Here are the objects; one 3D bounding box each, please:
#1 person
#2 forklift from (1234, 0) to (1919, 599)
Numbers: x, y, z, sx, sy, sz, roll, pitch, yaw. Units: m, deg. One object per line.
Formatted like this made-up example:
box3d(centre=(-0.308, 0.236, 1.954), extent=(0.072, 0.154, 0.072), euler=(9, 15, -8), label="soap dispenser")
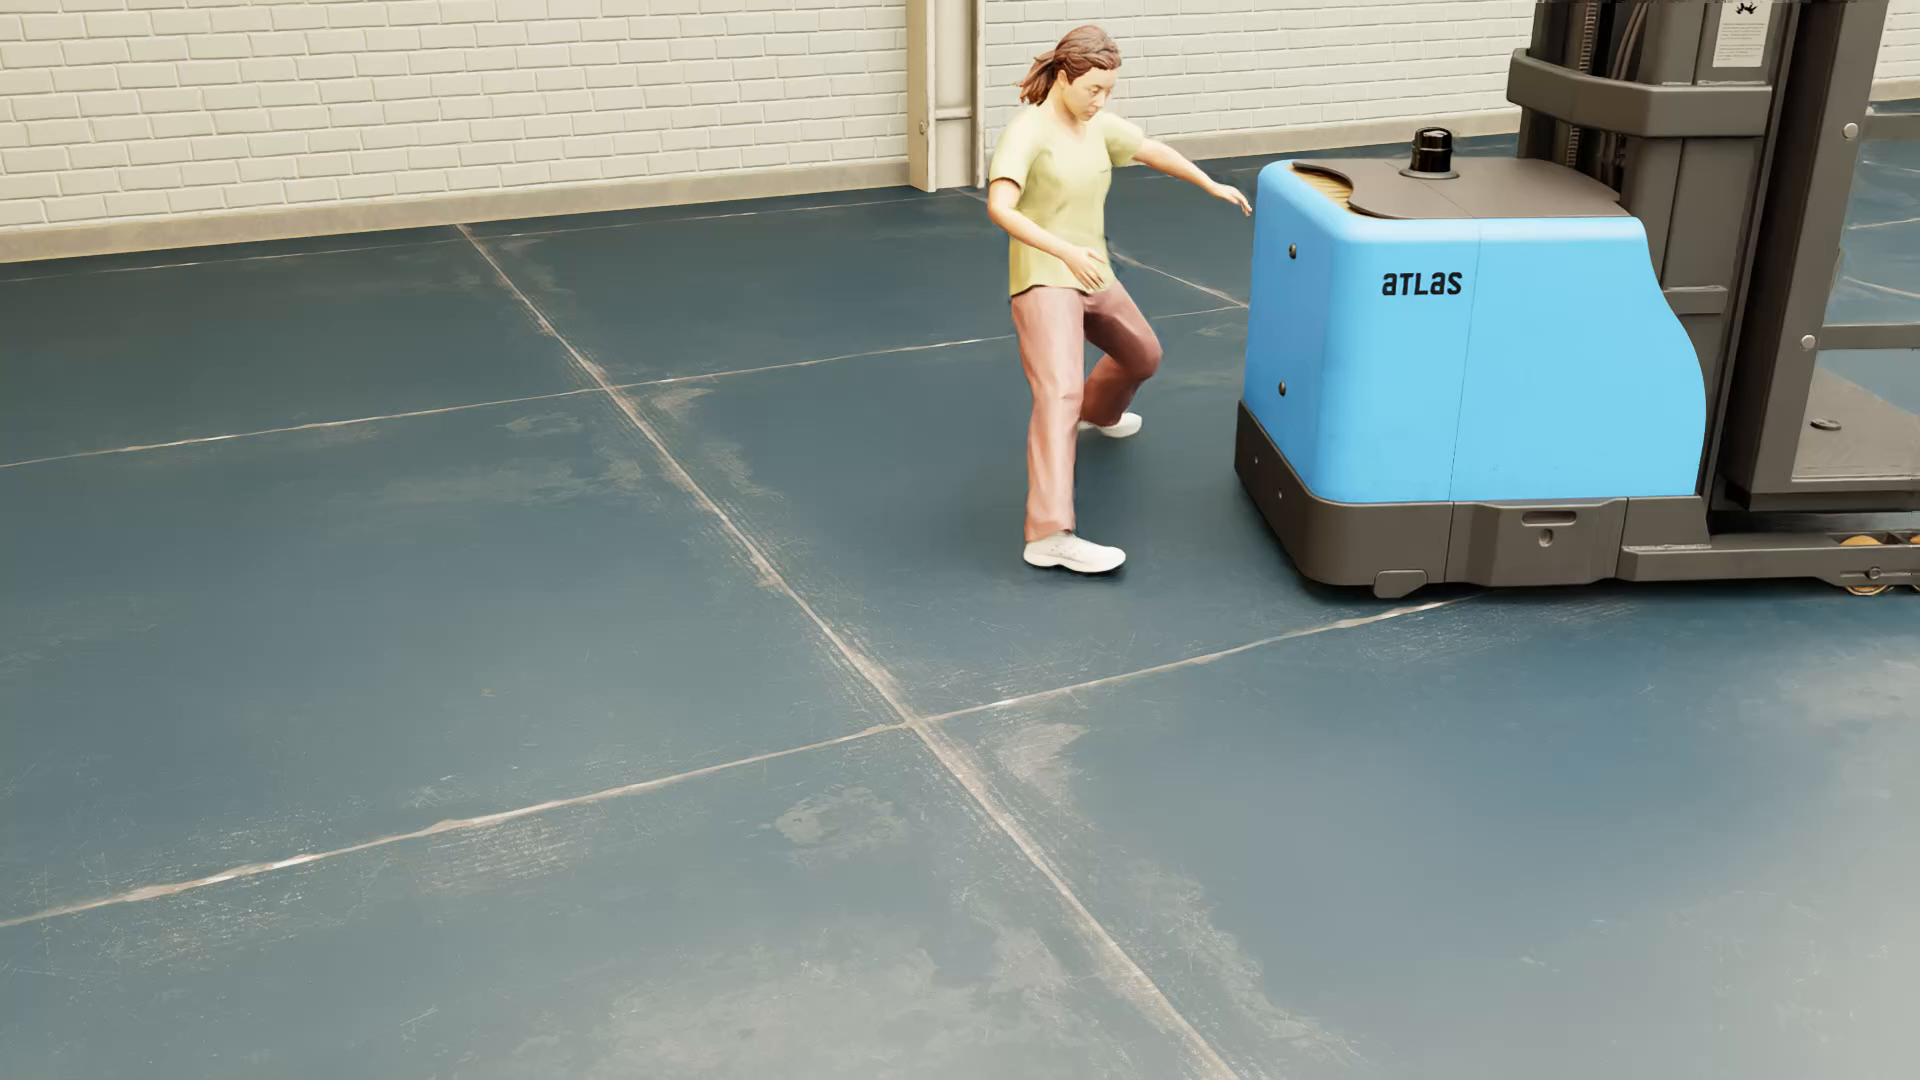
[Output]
box3d(centre=(0.460, -0.827, 5.158), extent=(0.902, 1.478, 1.201), euler=(20, 30, 39), label="person")
box3d(centre=(2.445, -1.397, 4.649), extent=(3.031, 2.935, 1.130), euler=(-1, 23, -4), label="forklift")
